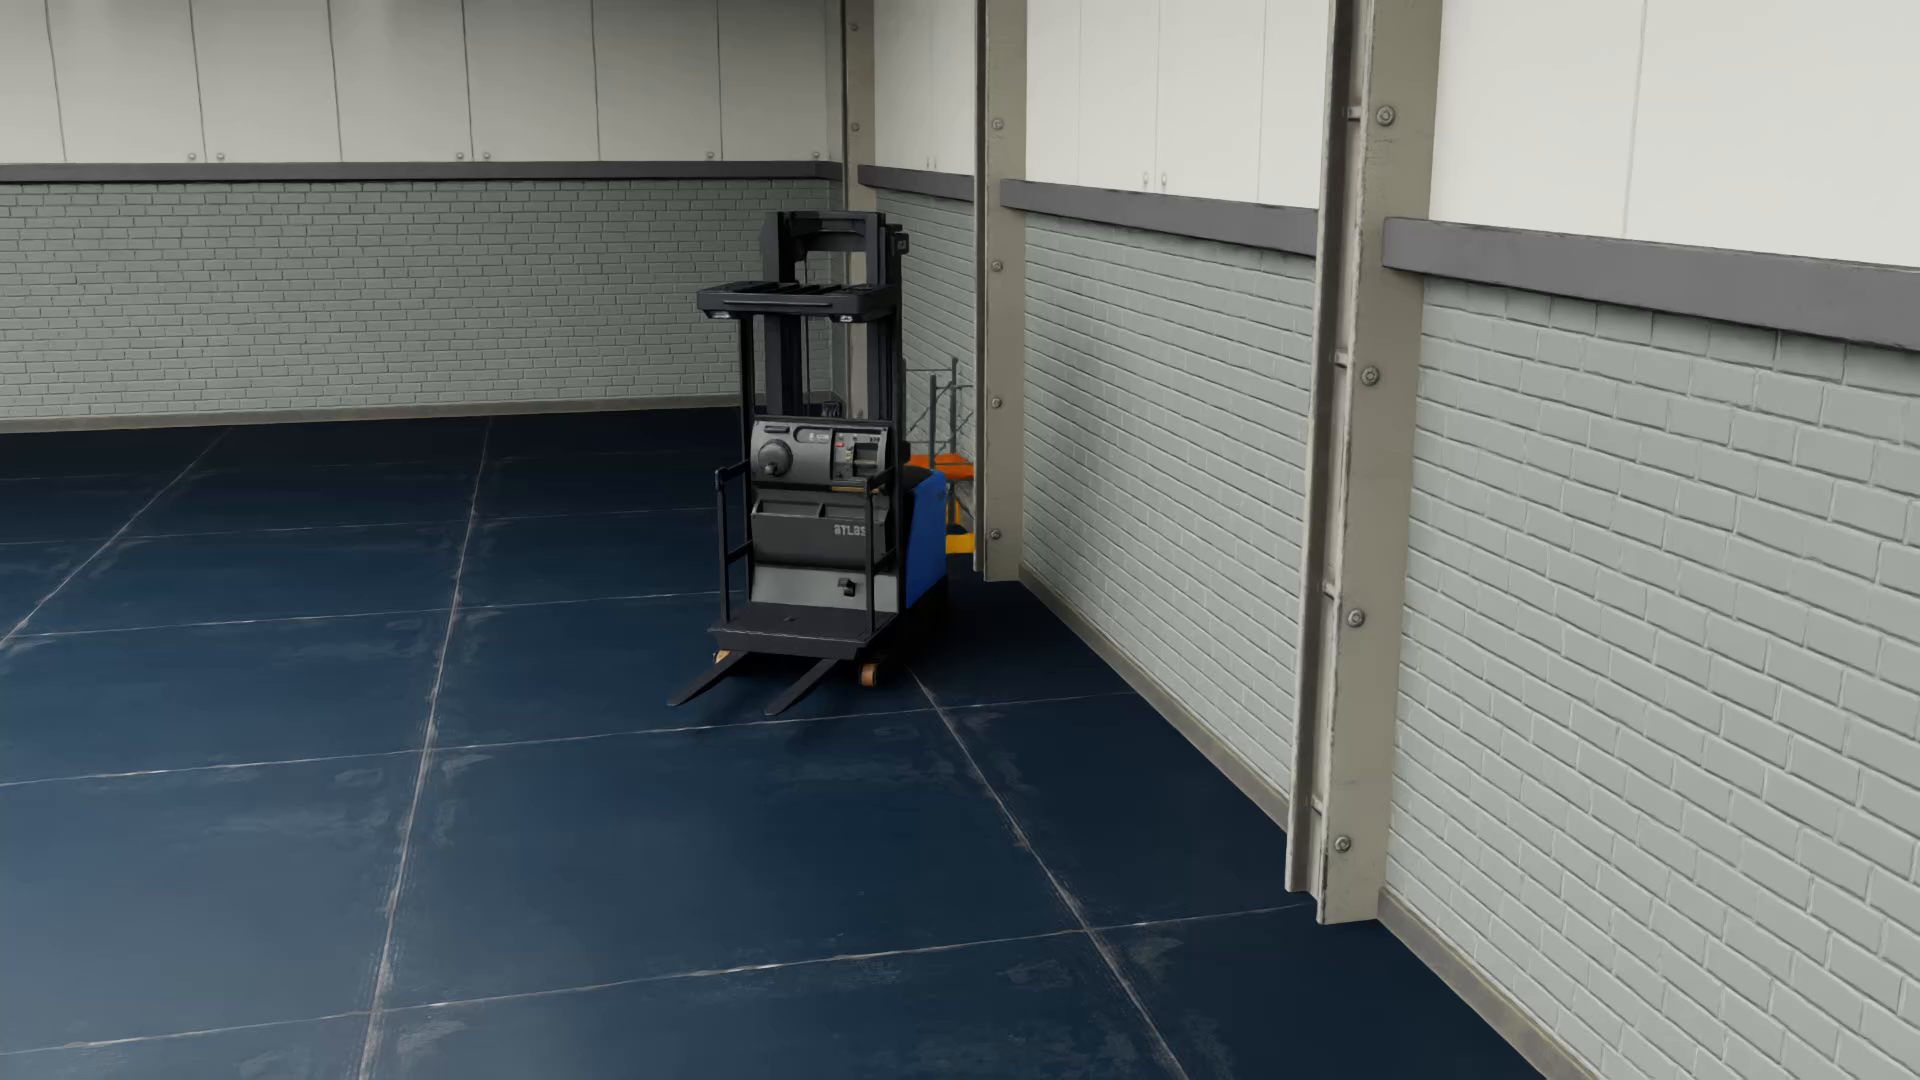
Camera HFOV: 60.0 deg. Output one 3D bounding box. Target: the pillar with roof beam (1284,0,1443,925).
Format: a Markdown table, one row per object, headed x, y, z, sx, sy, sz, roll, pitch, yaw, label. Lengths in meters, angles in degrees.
| x | y | z | sx | sy | sz | roll | pitch | yaw | label |
| --- | --- | --- | --- | --- | --- | --- | --- | --- | --- |
| -2.472 | -2.471 | 5.579 | 9.100 | 9.000 | 0.400 | -3 | 14 | -13 | pillar with roof beam |

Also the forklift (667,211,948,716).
| x | y | z | sx | sy | sz | roll | pitch | yaw | label |
| --- | --- | --- | --- | --- | --- | --- | --- | --- | --- |
| -0.972 | -0.583 | 10.636 | 1.130 | 2.935 | 3.031 | 4 | 14 | 15 | forklift |

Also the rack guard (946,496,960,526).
| x | y | z | sx | sy | sz | roll | pitch | yaw | label |
| --- | --- | --- | --- | --- | --- | --- | --- | --- | --- |
| -0.291 | -0.251 | 14.893 | 0.587 | 0.250 | 0.087 | -3 | 14 | -15 | rack guard |

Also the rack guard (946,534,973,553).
| x | y | z | sx | sy | sz | roll | pitch | yaw | label |
| --- | --- | --- | --- | --- | --- | --- | --- | --- | --- |
| -0.026 | -0.022 | 13.961 | 0.587 | 0.250 | 0.087 | -3 | 14 | -15 | rack guard |

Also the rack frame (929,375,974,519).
| x | y | z | sx | sy | sz | roll | pitch | yaw | label |
| --- | --- | --- | --- | --- | --- | --- | --- | --- | --- |
| -0.014 | -0.629 | 13.814 | 0.500 | 1.500 | 0.032 | -3 | 14 | -15 | rack frame |

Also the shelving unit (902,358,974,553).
| x | y | z | sx | sy | sz | roll | pitch | yaw | label |
| --- | --- | --- | --- | --- | --- | --- | --- | --- | --- |
| -0.146 | -0.744 | 14.281 | 0.587 | 1.500 | 1.083 | -3 | 14 | -15 | shelving unit |

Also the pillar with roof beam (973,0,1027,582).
| x | y | z | sx | sy | sz | roll | pitch | yaw | label |
| --- | --- | --- | --- | --- | --- | --- | --- | --- | --- |
| -3.881 | -3.855 | 11.245 | 9.100 | 9.000 | 0.400 | -3 | 14 | -13 | pillar with roof beam |

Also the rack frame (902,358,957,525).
| x | y | z | sx | sy | sz | roll | pitch | yaw | label |
| --- | --- | --- | --- | --- | --- | --- | --- | --- | --- |
| -0.284 | -0.863 | 14.766 | 0.500 | 1.500 | 0.032 | -3 | 14 | -15 | rack frame |

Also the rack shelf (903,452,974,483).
| x | y | z | sx | sy | sz | roll | pitch | yaw | label |
| --- | --- | --- | --- | --- | --- | --- | --- | --- | --- |
| -0.152 | -0.571 | 14.332 | 0.538 | 0.185 | 1.000 | -3 | 14 | -15 | rack shelf |

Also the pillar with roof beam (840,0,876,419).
| x | y | z | sx | sy | sz | roll | pitch | yaw | label |
| --- | --- | --- | --- | --- | --- | --- | --- | --- | --- |
| -5.291 | -5.239 | 16.910 | 9.100 | 9.000 | 0.400 | -3 | 14 | -13 | pillar with roof beam |
